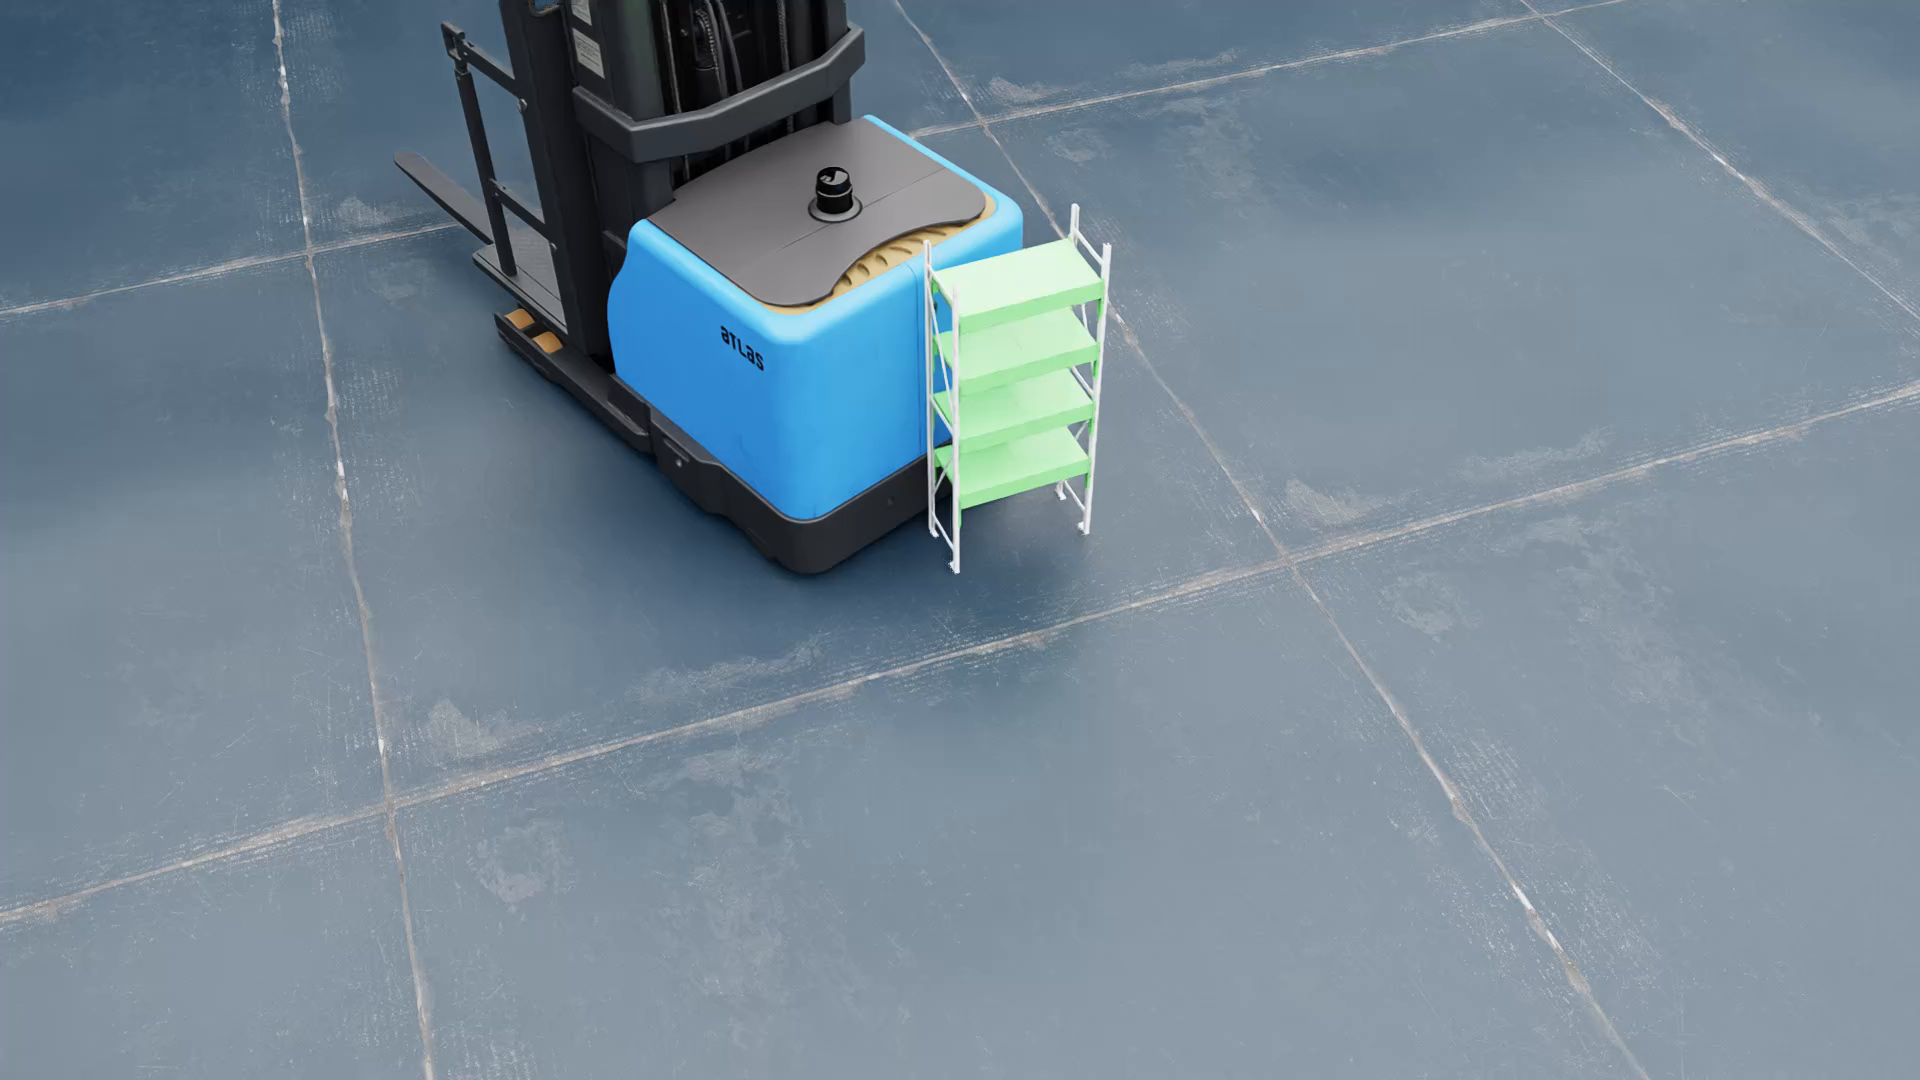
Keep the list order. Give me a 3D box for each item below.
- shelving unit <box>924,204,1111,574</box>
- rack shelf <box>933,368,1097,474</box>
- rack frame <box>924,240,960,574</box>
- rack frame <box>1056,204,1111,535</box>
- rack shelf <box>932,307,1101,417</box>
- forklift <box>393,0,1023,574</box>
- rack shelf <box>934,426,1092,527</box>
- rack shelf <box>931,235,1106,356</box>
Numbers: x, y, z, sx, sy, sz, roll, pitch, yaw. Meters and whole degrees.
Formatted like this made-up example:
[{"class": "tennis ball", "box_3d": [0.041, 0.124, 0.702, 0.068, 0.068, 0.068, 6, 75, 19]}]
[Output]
[{"class": "shelving unit", "box_3d": [0.170, -0.455, 5.357, 0.503, 1.200, 0.258, -17, 47, -16]}, {"class": "rack shelf", "box_3d": [0.170, -0.410, 5.402, 0.480, 0.148, 0.258, -17, 47, -16]}, {"class": "rack frame", "box_3d": [-0.055, -0.388, 5.290, 0.015, 1.200, 0.240, -17, 47, -16]}, {"class": "rack frame", "box_3d": [0.394, -0.522, 5.423, 0.015, 1.200, 0.240, -17, 47, -16]}, {"class": "rack shelf", "box_3d": [0.170, -0.580, 5.232, 0.480, 0.148, 0.258, -17, 47, -16]}, {"class": "forklift", "box_3d": [-1.146, -1.881, 5.556, 1.130, 2.935, 3.031, -33, 54, -28]}, {"class": "rack shelf", "box_3d": [0.170, -0.241, 5.572, 0.480, 0.148, 0.258, -17, 47, -16]}, {"class": "rack shelf", "box_3d": [0.170, -0.749, 5.062, 0.480, 0.148, 0.258, -17, 47, -16]}]
